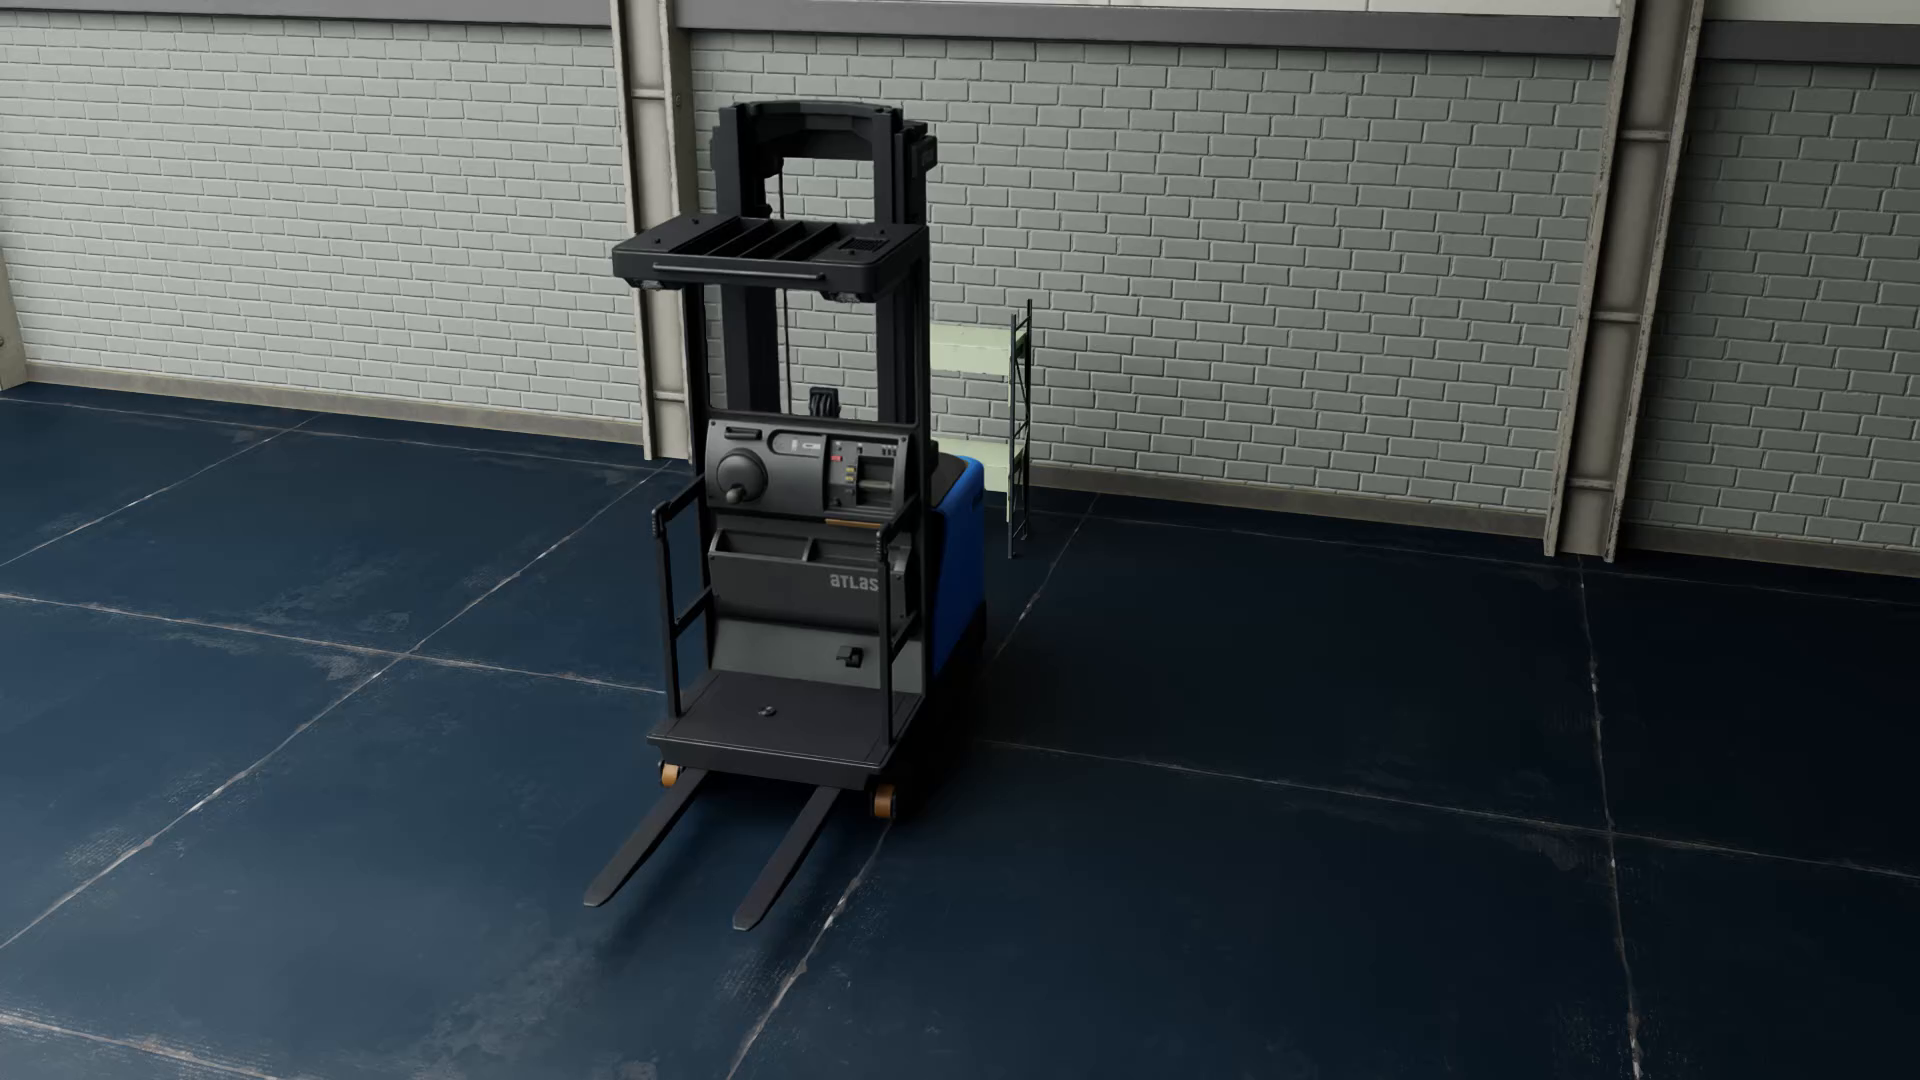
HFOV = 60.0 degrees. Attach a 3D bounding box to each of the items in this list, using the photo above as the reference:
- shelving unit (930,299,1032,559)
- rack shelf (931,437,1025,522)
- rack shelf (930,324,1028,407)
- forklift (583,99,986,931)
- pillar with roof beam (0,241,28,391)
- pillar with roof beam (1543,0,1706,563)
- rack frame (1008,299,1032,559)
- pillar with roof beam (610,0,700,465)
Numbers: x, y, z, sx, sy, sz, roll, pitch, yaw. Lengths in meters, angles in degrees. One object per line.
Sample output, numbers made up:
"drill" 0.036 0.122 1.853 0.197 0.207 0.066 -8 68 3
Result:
"shelving unit" 0.006 -0.693 9.984 0.755 1.500 0.431 7 23 16
"rack shelf" 0.006 -0.392 10.107 0.720 0.370 0.431 7 23 16
"rack shelf" 0.006 -1.054 9.836 0.720 0.370 0.431 7 23 16
"forklift" -0.728 -0.292 7.119 1.130 2.935 3.031 6 23 13
"pillar with roof beam" -8.966 -3.856 7.813 0.400 9.000 9.100 7 23 16
"pillar with roof beam" 2.522 -2.541 4.606 0.400 9.000 9.100 7 23 16
"rack frame" 0.357 -0.653 9.886 0.023 1.500 0.400 7 23 16
"pillar with roof beam" -3.222 -3.198 6.209 0.400 9.000 9.100 7 23 16
